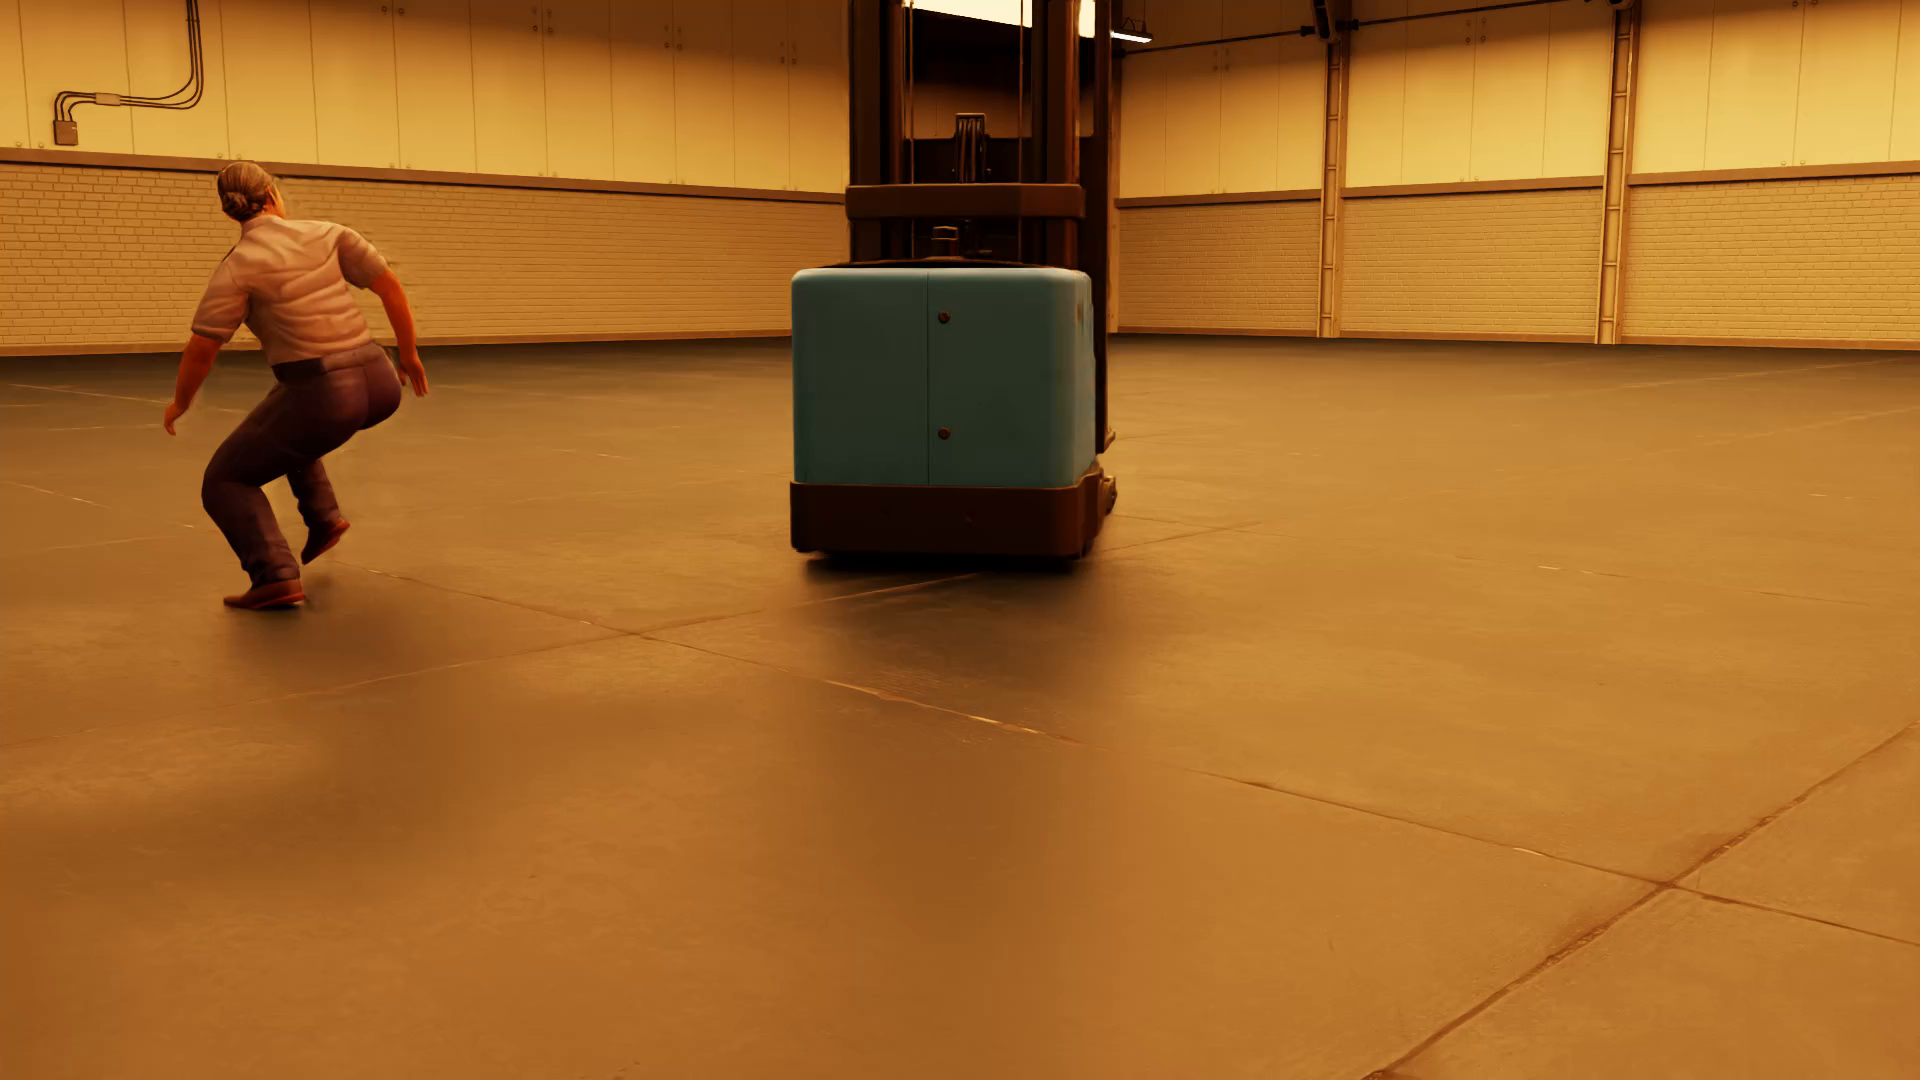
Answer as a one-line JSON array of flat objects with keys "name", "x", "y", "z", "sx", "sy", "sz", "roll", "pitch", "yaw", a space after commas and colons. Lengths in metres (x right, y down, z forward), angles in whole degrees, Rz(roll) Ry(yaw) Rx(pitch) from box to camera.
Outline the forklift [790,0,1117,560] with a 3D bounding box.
[{"name": "forklift", "x": 0.119, "y": -1.554, "z": 7.191, "sx": 1.130, "sy": 2.935, "sz": 3.031, "roll": 1, "pitch": 9, "yaw": 9}]

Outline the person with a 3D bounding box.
[{"name": "person", "x": -2.208, "y": -0.514, "z": 5.503, "sx": 0.651, "sy": 1.434, "sz": 0.727, "roll": 4, "pitch": 9, "yaw": 25}]
